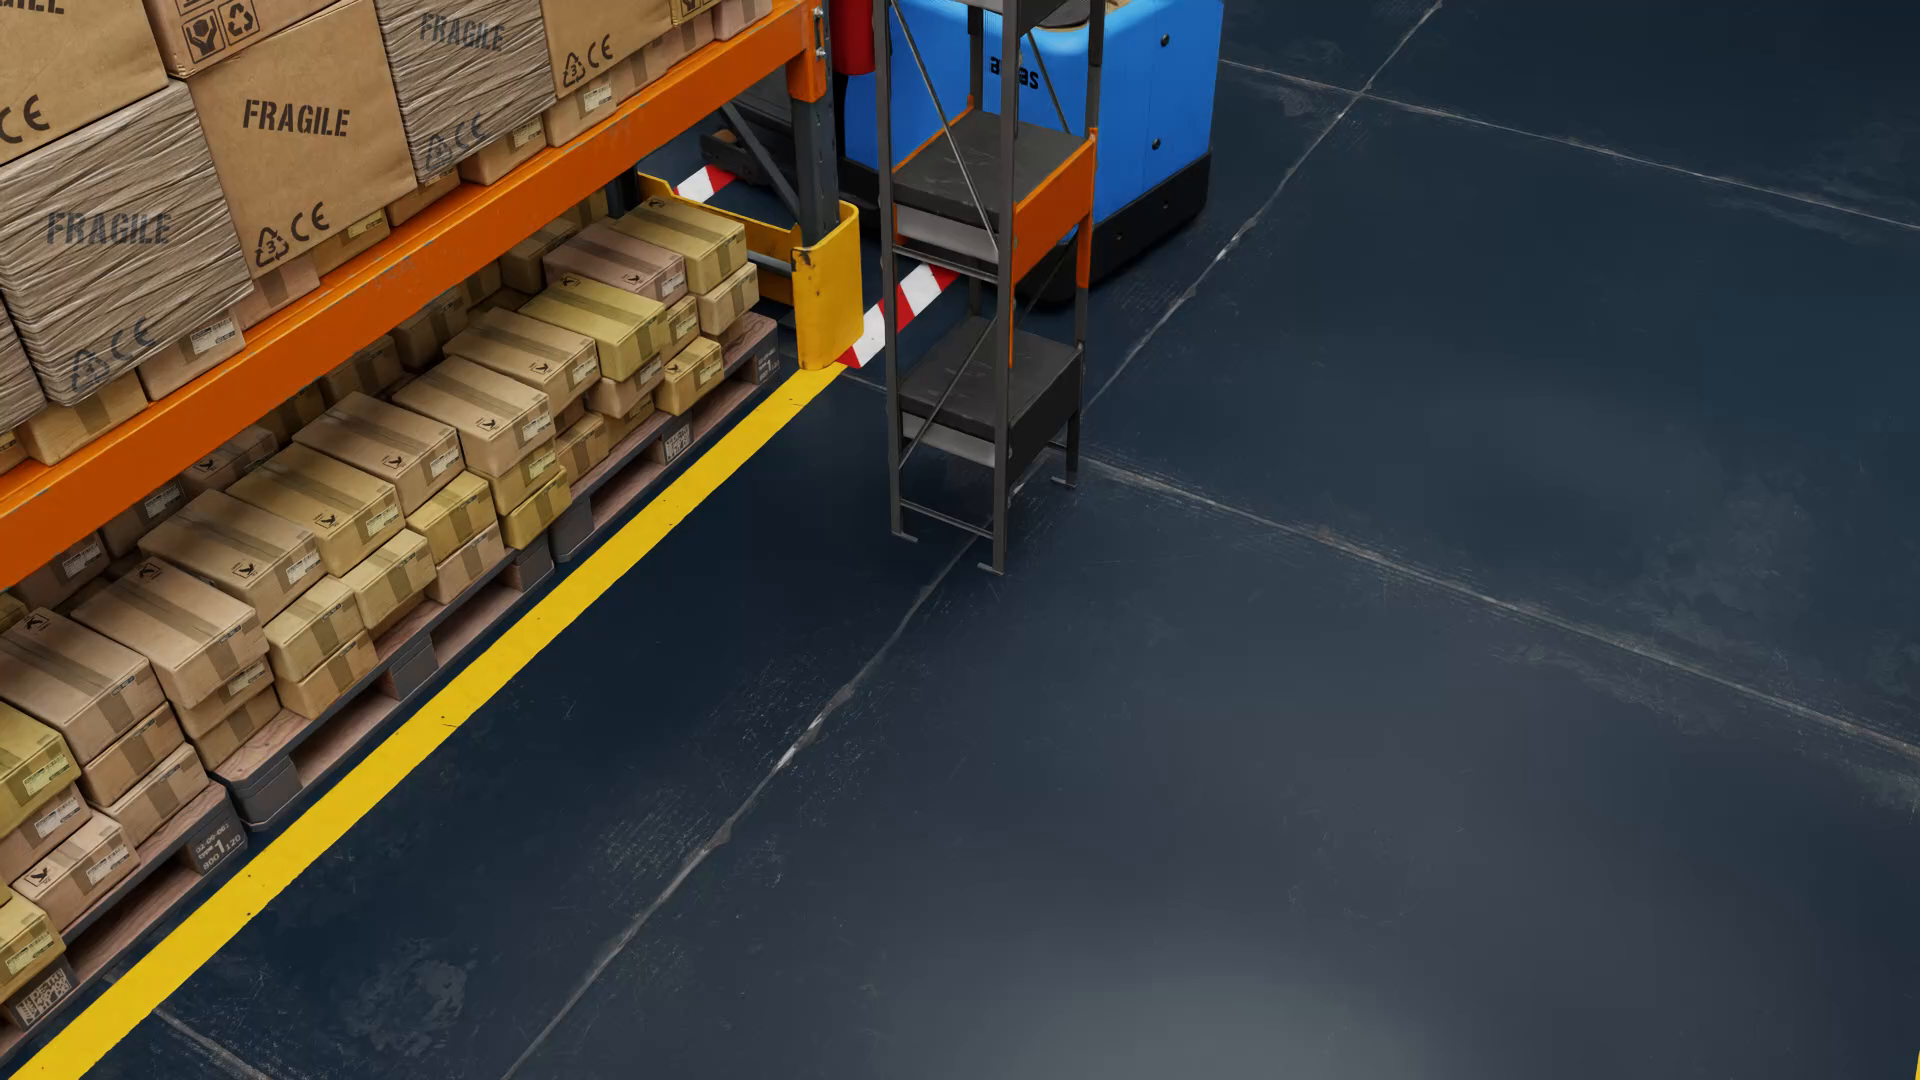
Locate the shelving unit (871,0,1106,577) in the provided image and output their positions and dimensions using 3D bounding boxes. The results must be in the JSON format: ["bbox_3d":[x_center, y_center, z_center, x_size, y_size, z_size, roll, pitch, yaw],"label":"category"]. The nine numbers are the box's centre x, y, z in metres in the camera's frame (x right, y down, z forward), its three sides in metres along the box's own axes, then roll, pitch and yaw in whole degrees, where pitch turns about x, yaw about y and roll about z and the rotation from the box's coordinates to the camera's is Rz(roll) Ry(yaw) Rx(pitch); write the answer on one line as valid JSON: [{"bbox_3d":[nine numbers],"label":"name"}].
[{"bbox_3d":[0.083,-0.883,4.664,0.431,2.100,0.503,21,45,22],"label":"shelving unit"}]

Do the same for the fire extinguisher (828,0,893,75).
[{"bbox_3d":[-0.357,-1.871,5.446,0.296,0.674,0.183,21,45,22],"label":"fire extinguisher"}]

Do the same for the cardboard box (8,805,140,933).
[{"bbox_3d":[-2.212,0.739,3.981,0.380,0.149,0.250,21,45,22],"label":"cardboard box"}]

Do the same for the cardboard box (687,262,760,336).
[{"bbox_3d":[-0.900,-0.852,5.562,0.380,0.149,0.250,20,45,21],"label":"cardboard box"}]

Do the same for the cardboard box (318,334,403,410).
[{"bbox_3d":[-1.909,-0.548,4.992,0.380,0.149,0.250,23,46,24],"label":"cardboard box"}]

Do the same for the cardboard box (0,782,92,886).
[{"bbox_3d":[-2.286,0.613,3.898,0.380,0.149,0.250,21,45,22],"label":"cardboard box"}]

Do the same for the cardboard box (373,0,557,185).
[{"bbox_3d":[-1.393,-1.269,4.121,0.500,0.500,0.500,21,46,22],"label":"cardboard box"}]

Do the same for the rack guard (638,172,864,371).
[{"bbox_3d":[-0.921,-1.067,6.083,1.175,0.500,0.348,21,45,22],"label":"rack guard"}]

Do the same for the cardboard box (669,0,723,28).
[{"bbox_3d":[-0.885,-1.856,4.787,0.500,0.500,0.500,22,46,23],"label":"cardboard box"}]

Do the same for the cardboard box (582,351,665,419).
[{"bbox_3d":[-1.158,-0.554,5.223,0.380,0.149,0.250,19,45,20],"label":"cardboard box"}]

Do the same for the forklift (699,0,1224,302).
[{"bbox_3d":[-0.457,-2.810,6.223,3.031,2.935,1.130,29,49,29],"label":"forklift"}]

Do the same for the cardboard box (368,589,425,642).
[{"bbox_3d":[-1.745,0.119,4.685,0.380,0.149,0.250,22,46,23],"label":"cardboard box"}]

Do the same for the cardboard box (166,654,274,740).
[{"bbox_3d":[-1.991,0.310,4.242,0.380,0.149,0.250,23,46,24],"label":"cardboard box"}]

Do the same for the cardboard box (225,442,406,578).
[{"bbox_3d":[-1.729,-0.085,4.466,0.380,0.149,0.250,21,46,22],"label":"cardboard box"}]

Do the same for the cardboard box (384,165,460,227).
[{"bbox_3d":[-1.522,-0.966,4.268,0.380,0.149,0.250,19,45,20],"label":"cardboard box"}]

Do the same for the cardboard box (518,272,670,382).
[{"bbox_3d":[-1.123,-0.658,5.117,0.380,0.149,0.250,20,45,21],"label":"cardboard box"}]

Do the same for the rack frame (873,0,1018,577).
[{"bbox_3d":[-0.039,-0.743,4.505,0.400,2.100,0.015,21,45,22],"label":"rack frame"}]

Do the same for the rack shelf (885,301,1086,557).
[{"bbox_3d":[0.083,-0.347,5.135,0.431,0.518,0.480,21,45,22],"label":"rack shelf"}]

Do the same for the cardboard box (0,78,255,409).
[{"bbox_3d":[-1.894,-0.671,3.441,0.500,0.500,0.500,20,45,21],"label":"cardboard box"}]

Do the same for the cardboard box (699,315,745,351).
[{"bbox_3d":[-0.966,-0.766,5.690,0.380,0.149,0.250,22,46,23],"label":"cardboard box"}]

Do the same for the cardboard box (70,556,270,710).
[{"bbox_3d":[-1.951,0.226,4.113,0.380,0.149,0.250,22,46,23],"label":"cardboard box"}]

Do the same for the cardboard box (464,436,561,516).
[{"bbox_3d":[-1.406,-0.253,4.882,0.380,0.149,0.250,22,46,23],"label":"cardboard box"}]

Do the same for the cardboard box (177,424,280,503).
[{"bbox_3d":[-2.124,-0.237,4.639,0.380,0.149,0.250,21,46,22],"label":"cardboard box"}]

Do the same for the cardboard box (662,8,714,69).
[{"bbox_3d":[-0.958,-1.544,4.924,0.380,0.149,0.250,21,45,22],"label":"cardboard box"}]

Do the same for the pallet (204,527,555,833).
[{"bbox_3d":[-1.970,0.190,4.875,1.003,0.211,1.213,21,45,22],"label":"pallet"}]

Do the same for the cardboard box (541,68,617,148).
[{"bbox_3d":[-1.178,-1.242,4.581,0.380,0.149,0.250,22,46,23],"label":"cardboard box"}]

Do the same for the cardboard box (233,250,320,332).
[{"bbox_3d":[-1.749,-0.658,3.917,0.380,0.149,0.250,23,46,24],"label":"cardboard box"}]

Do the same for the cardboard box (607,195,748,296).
[{"bbox_3d":[-0.928,-0.973,5.474,0.380,0.149,0.250,21,46,23],"label":"cardboard box"}]

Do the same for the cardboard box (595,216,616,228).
[{"bbox_3d":[-1.367,-1.033,5.768,0.380,0.149,0.250,23,46,24],"label":"cardboard box"}]

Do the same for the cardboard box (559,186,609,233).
[{"bbox_3d":[-1.439,-1.172,5.701,0.380,0.149,0.250,19,45,20],"label":"cardboard box"}]

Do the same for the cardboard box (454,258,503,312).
[{"bbox_3d":[-1.710,-0.873,5.361,0.380,0.149,0.250,21,45,22],"label":"cardboard box"}]

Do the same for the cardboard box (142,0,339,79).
[{"bbox_3d":[-1.664,-1.335,3.439,0.500,0.500,0.500,19,45,21],"label":"cardboard box"}]

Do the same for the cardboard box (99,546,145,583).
[{"bbox_3d":[-2.286,0.027,4.564,0.380,0.149,0.250,19,45,20],"label":"cardboard box"}]

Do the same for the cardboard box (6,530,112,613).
[{"bbox_3d":[-2.467,0.027,4.339,0.380,0.149,0.250,19,45,20],"label":"cardboard box"}]

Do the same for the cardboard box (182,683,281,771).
[{"bbox_3d":[-2.023,0.411,4.353,0.380,0.149,0.250,19,45,20],"label":"cardboard box"}]

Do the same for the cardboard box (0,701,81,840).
[{"bbox_3d":[-2.260,0.502,3.800,0.380,0.149,0.250,20,45,21],"label":"cardboard box"}]

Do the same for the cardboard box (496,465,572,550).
[{"bbox_3d":[-1.399,-0.151,4.991,0.380,0.149,0.250,19,45,20],"label":"cardboard box"}]

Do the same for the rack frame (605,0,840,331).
[{"bbox_3d":[-0.883,-2.049,5.307,1.000,3.000,0.127,21,45,22],"label":"rack frame"}]

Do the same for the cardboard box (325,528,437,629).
[{"bbox_3d":[-1.665,0.054,4.533,0.380,0.149,0.250,21,46,22],"label":"cardboard box"}]

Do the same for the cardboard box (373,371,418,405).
[{"bbox_3d":[-1.872,-0.432,5.085,0.380,0.149,0.250,19,45,20],"label":"cardboard box"}]

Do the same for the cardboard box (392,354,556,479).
[{"bbox_3d":[-1.394,-0.359,4.777,0.380,0.149,0.250,23,46,24],"label":"cardboard box"}]

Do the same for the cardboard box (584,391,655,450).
[{"bbox_3d":[-1.214,-0.463,5.345,0.380,0.149,0.250,21,45,22],"label":"cardboard box"}]

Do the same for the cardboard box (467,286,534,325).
[{"bbox_3d":[-1.599,-0.726,5.419,0.380,0.149,0.250,21,46,23],"label":"cardboard box"}]

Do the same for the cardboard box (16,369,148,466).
[{"bbox_3d":[-1.983,-0.338,3.554,0.380,0.149,0.250,22,46,23],"label":"cardboard box"}]
